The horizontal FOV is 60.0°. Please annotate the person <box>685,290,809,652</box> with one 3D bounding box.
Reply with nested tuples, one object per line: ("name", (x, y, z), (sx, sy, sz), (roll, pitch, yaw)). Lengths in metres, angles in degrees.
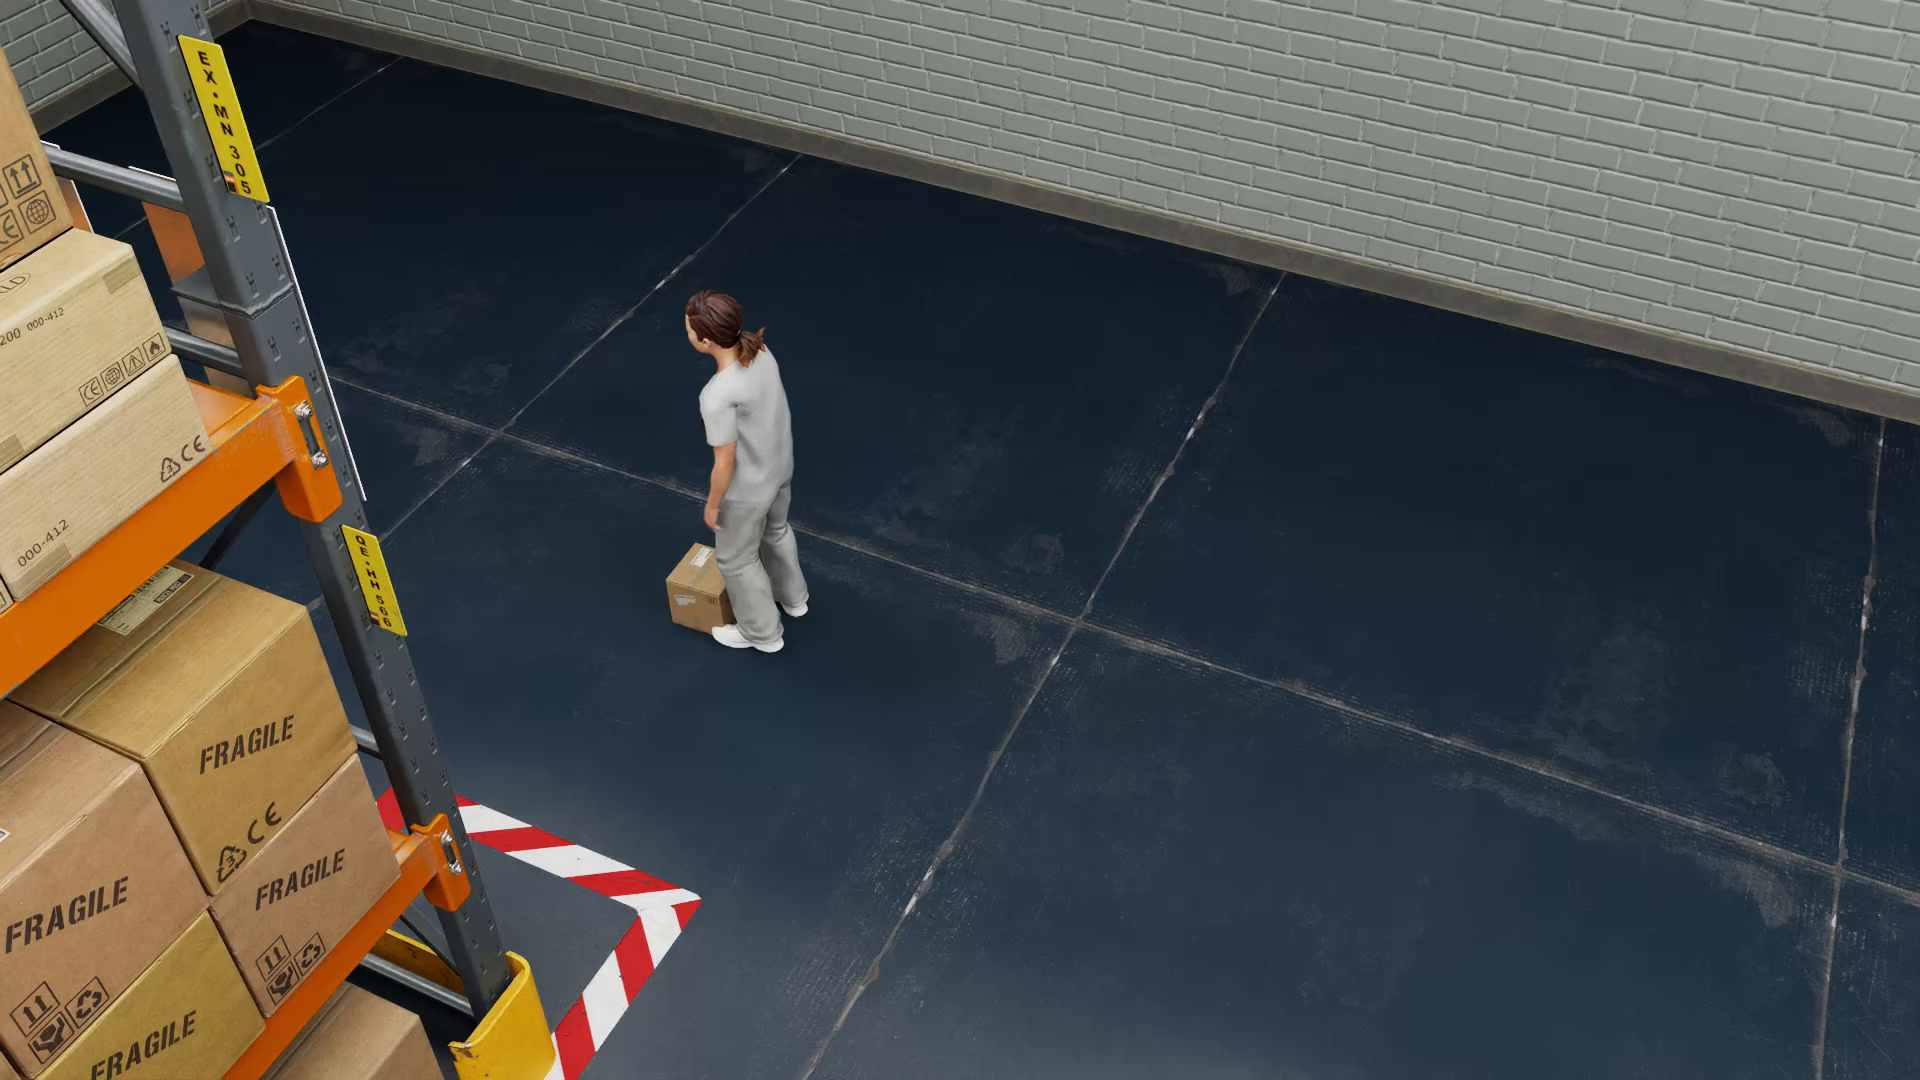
("person", (-0.825, -0.251, 6.438), (0.353, 1.673, 0.512), (15, 44, 16))
